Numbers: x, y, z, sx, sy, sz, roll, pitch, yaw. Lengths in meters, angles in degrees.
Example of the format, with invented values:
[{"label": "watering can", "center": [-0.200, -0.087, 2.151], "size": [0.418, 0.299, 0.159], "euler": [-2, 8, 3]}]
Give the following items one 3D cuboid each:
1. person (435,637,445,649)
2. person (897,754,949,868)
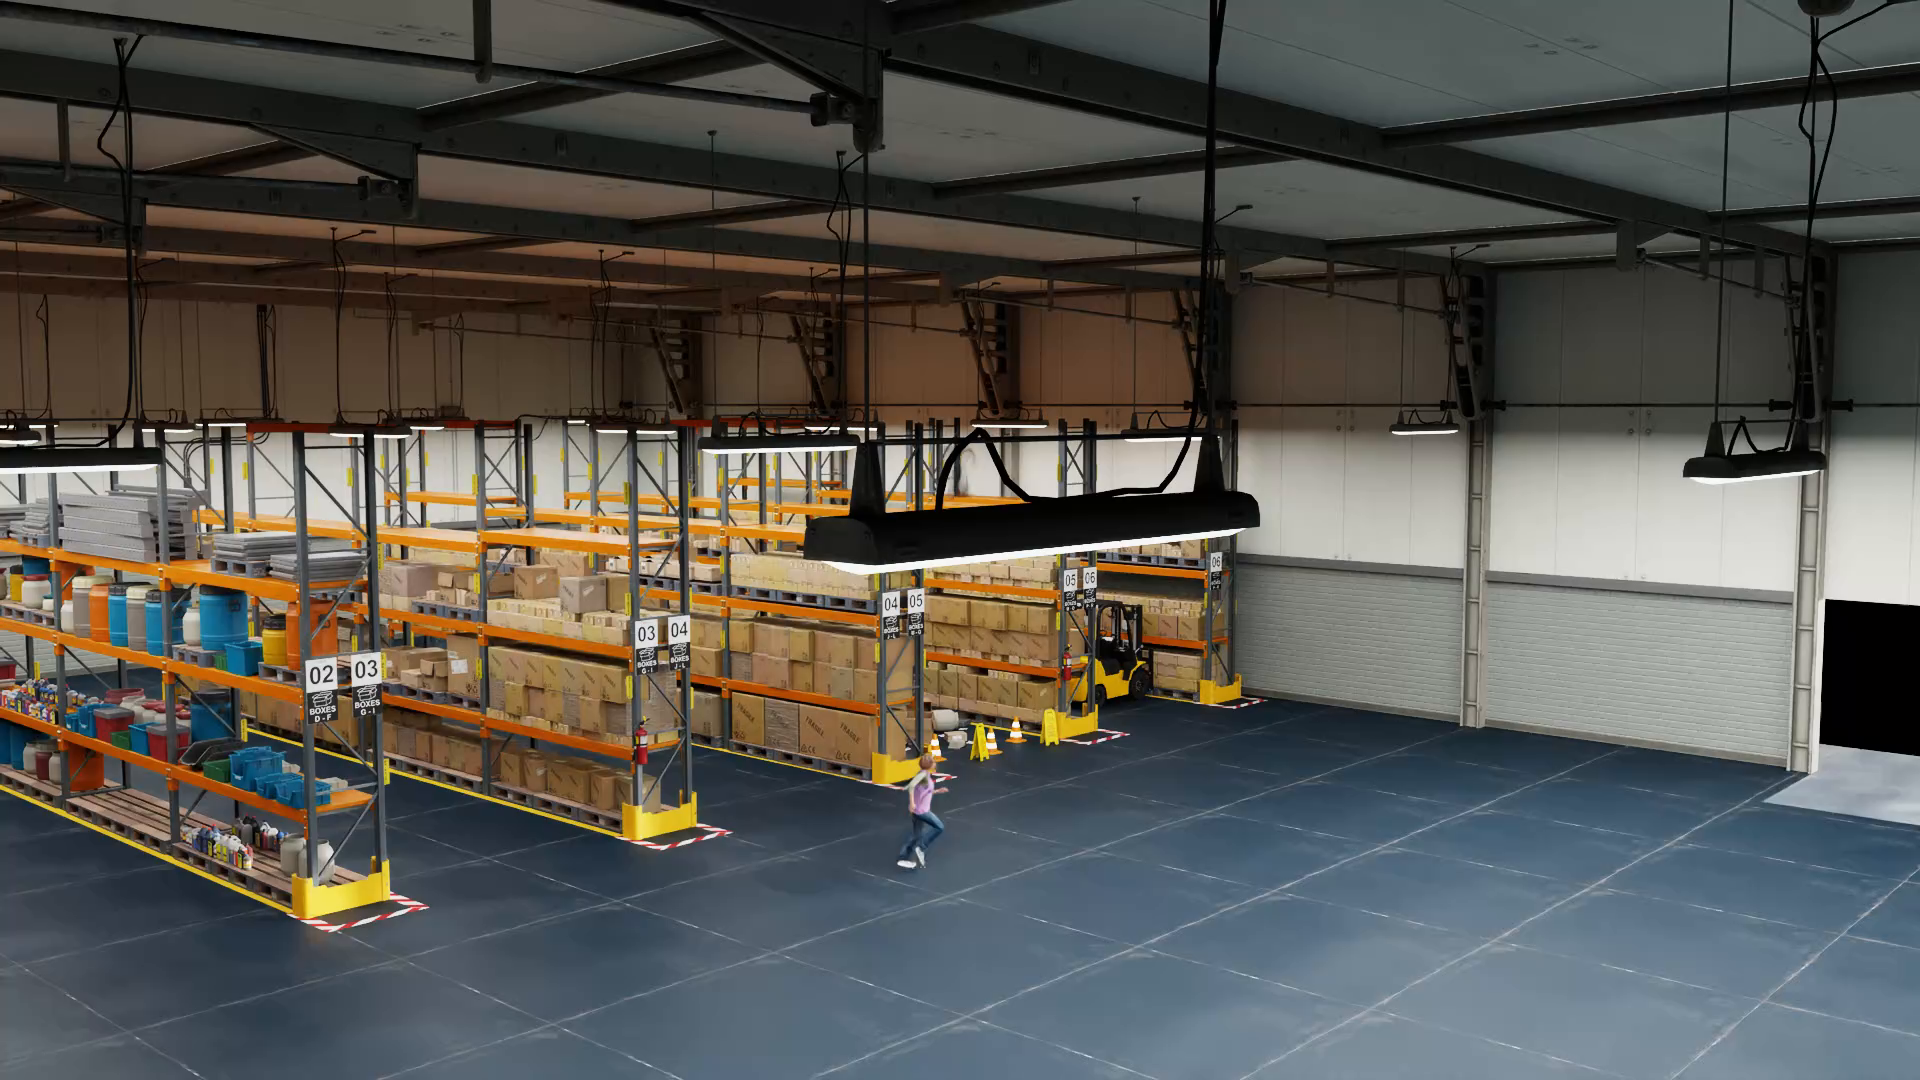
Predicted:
[{"label": "person", "center": [-12.513, 2.196, 40.632], "size": [0.853, 1.803, 0.761], "euler": [-1, 5, -13]}, {"label": "person", "center": [-0.501, 3.687, 22.602], "size": [0.726, 1.550, 0.565], "euler": [0, 5, -5]}]
